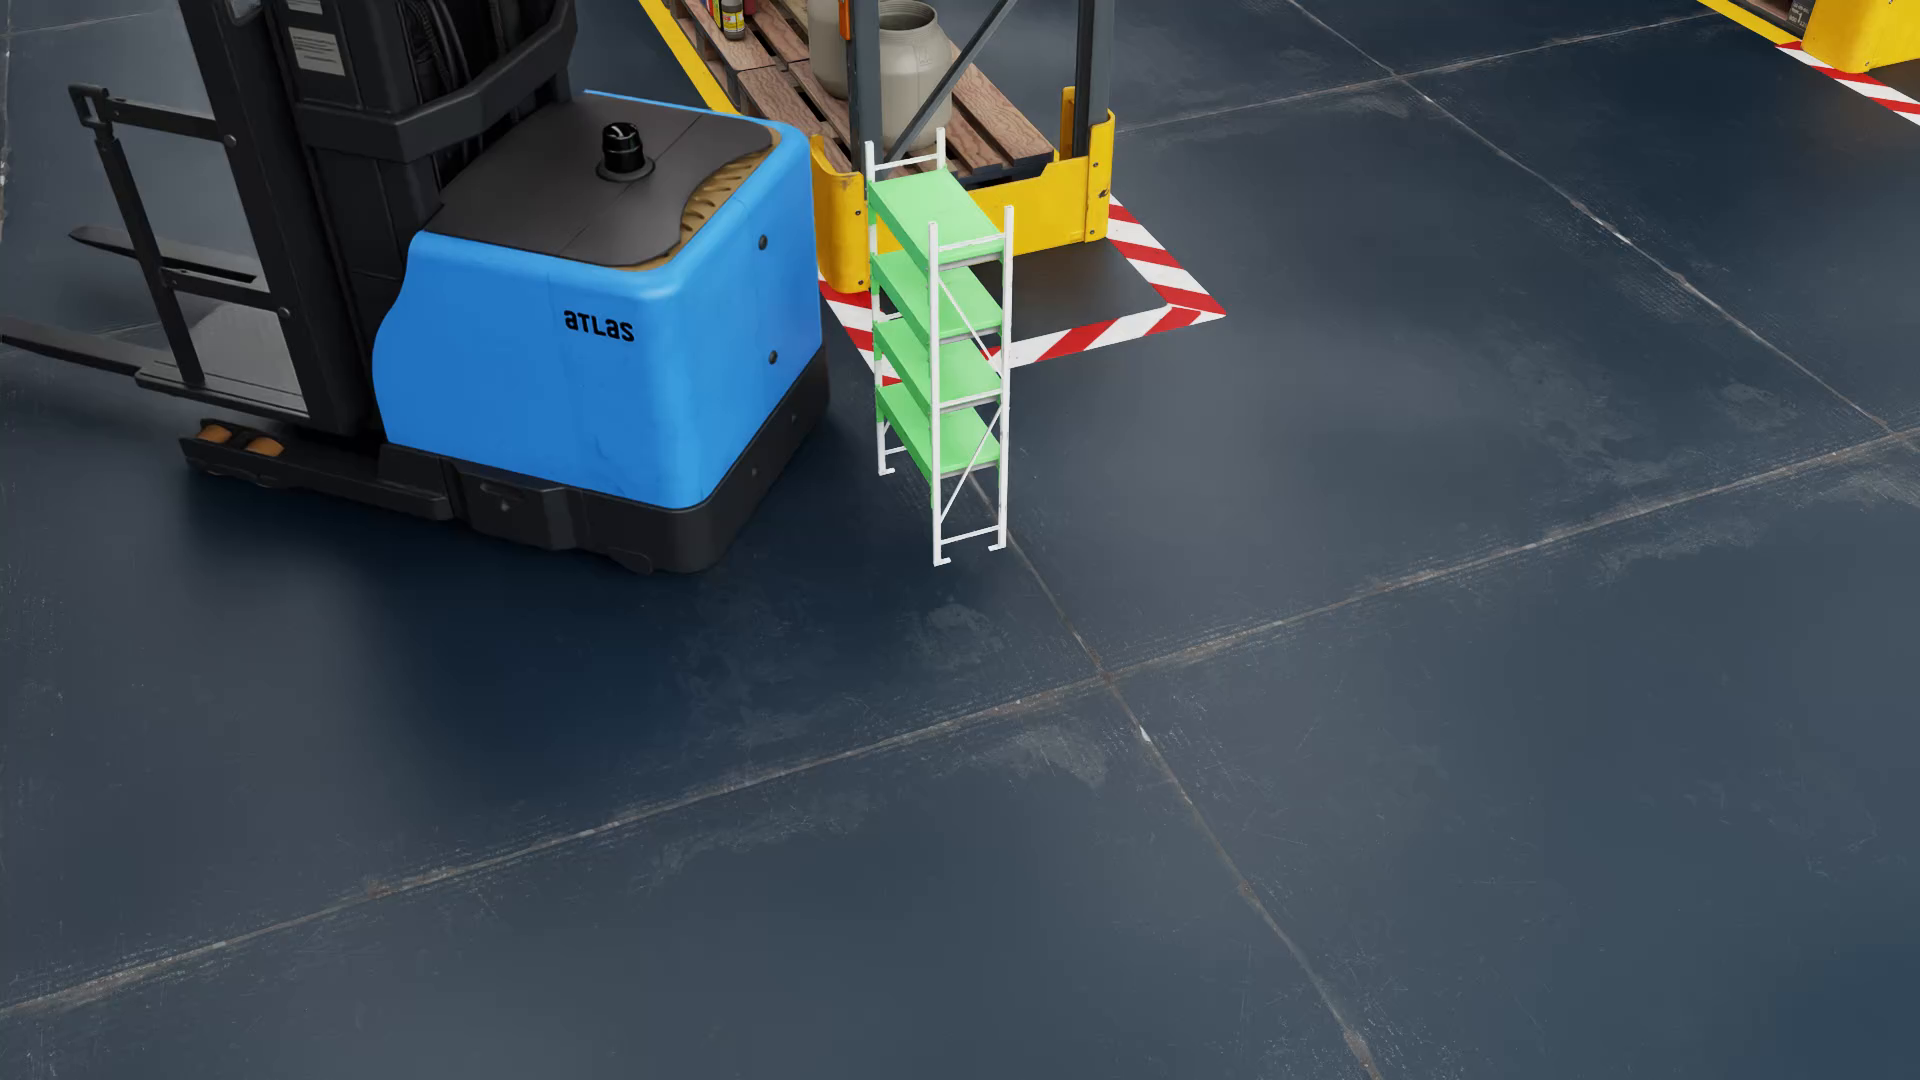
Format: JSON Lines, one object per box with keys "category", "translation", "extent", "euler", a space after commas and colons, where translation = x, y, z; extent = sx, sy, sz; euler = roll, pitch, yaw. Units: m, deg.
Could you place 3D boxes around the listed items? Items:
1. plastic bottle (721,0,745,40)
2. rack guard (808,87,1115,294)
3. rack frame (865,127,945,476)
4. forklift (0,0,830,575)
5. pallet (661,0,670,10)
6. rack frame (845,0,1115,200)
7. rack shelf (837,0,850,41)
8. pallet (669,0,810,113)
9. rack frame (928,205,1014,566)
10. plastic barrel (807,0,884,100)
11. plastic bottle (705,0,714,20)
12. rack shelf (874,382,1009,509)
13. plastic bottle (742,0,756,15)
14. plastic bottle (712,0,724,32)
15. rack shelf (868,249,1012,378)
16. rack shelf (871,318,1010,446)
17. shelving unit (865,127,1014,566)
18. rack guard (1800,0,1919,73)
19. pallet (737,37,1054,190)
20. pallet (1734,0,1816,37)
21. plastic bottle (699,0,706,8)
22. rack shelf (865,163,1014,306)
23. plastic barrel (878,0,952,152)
{"category": "plastic bottle", "translation": [-1.028, -2.381, 7.527], "extent": [0.097, 0.201, 0.097], "euler": [0, 41, 0]}
{"category": "rack guard", "translation": [0.007, -1.365, 6.454], "extent": [1.175, 0.500, 0.348], "euler": [-15, 43, -17]}
{"category": "rack frame", "translation": [-0.157, -0.702, 5.146], "extent": [0.240, 1.200, 0.015], "euler": [-15, 43, -17]}
{"category": "forklift", "translation": [-2.017, -1.591, 4.852], "extent": [3.031, 2.935, 1.130], "euler": [13, 42, 15]}
{"category": "pallet", "translation": [-1.232, -3.216, 8.828], "extent": [1.003, 0.211, 1.213], "euler": [-15, 43, -17]}
{"category": "rack frame", "translation": [0.080, -2.279, 5.599], "extent": [1.000, 3.000, 0.127], "euler": [-15, 43, -17]}
{"category": "rack shelf", "translation": [-0.685, -3.211, 7.235], "extent": [1.077, 0.370, 4.000], "euler": [-15, 43, -17]}
{"category": "pallet", "translation": [-0.762, -2.480, 7.972], "extent": [1.003, 0.211, 1.213], "euler": [-15, 43, -17]}
{"category": "rack frame", "translation": [0.030, -0.408, 4.804], "extent": [0.240, 1.200, 0.015], "euler": [-15, 43, -17]}
{"category": "plastic barrel", "translation": [-0.434, -2.174, 7.063], "extent": [0.421, 0.512, 0.421], "euler": [0, 41, 0]}
{"category": "plastic bottle", "translation": [-1.099, -2.568, 7.688], "extent": [0.152, 0.276, 0.135], "euler": [-15, 43, -17]}
{"category": "rack shelf", "translation": [-0.063, -0.324, 5.173], "extent": [0.258, 0.148, 0.480], "euler": [-15, 43, -17]}
{"category": "plastic bottle", "translation": [-1.001, -2.598, 7.717], "extent": [0.061, 0.283, 0.133], "euler": [-15, 43, -17]}
{"category": "plastic bottle", "translation": [-1.089, -2.478, 7.577], "extent": [0.061, 0.283, 0.133], "euler": [-14, 43, -16]}
{"category": "rack shelf", "translation": [-0.063, -0.688, 4.860], "extent": [0.258, 0.148, 0.480], "euler": [-15, 43, -17]}
{"category": "rack shelf", "translation": [-0.063, -0.506, 5.016], "extent": [0.258, 0.148, 0.480], "euler": [-15, 43, -17]}
{"category": "shelving unit", "translation": [-0.063, -0.555, 4.975], "extent": [0.258, 1.200, 0.503], "euler": [-15, 43, -17]}
{"category": "rack guard", "translation": [4.627, -2.612, 7.904], "extent": [1.175, 0.500, 0.348], "euler": [-15, 43, -17]}
{"category": "pallet", "translation": [-0.299, -1.746, 7.119], "extent": [1.003, 0.211, 1.213], "euler": [-15, 43, -17]}
{"category": "pallet", "translation": [4.349, -3.001, 8.578], "extent": [1.003, 0.211, 1.213], "euler": [-15, 43, -17]}
{"category": "plastic bottle", "translation": [-1.152, -2.652, 7.785], "extent": [0.152, 0.276, 0.135], "euler": [-16, 43, -18]}
{"category": "rack shelf", "translation": [-0.063, -0.870, 4.703], "extent": [0.258, 0.148, 0.480], "euler": [-15, 43, -17]}
{"category": "plastic barrel", "translation": [-0.243, -1.872, 6.712], "extent": [0.421, 0.512, 0.421], "euler": [0, 41, 0]}
